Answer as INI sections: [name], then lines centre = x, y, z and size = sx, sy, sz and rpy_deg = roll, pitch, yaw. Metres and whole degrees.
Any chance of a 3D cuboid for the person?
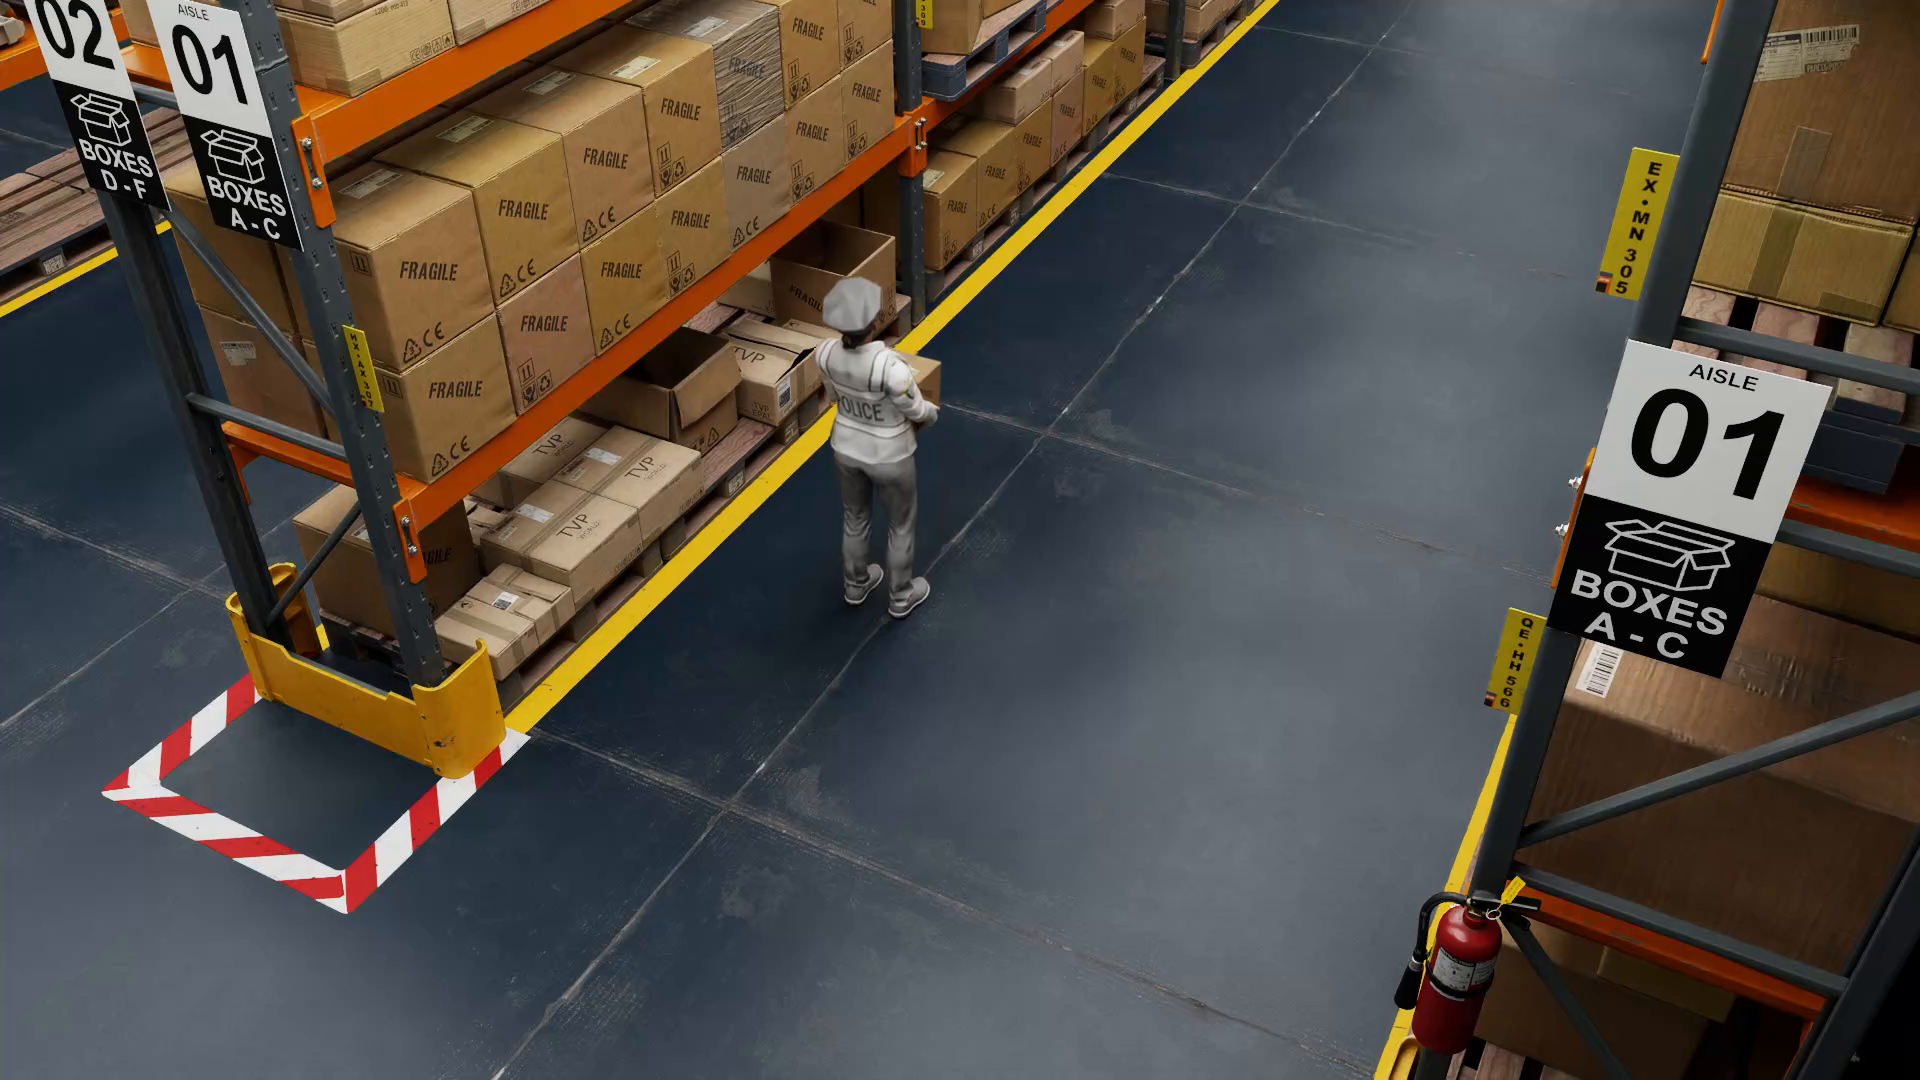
[person]
centre = -0.346, -0.427, 7.264
size = 0.466, 1.693, 0.554
rpy_deg = 18, 42, 22
